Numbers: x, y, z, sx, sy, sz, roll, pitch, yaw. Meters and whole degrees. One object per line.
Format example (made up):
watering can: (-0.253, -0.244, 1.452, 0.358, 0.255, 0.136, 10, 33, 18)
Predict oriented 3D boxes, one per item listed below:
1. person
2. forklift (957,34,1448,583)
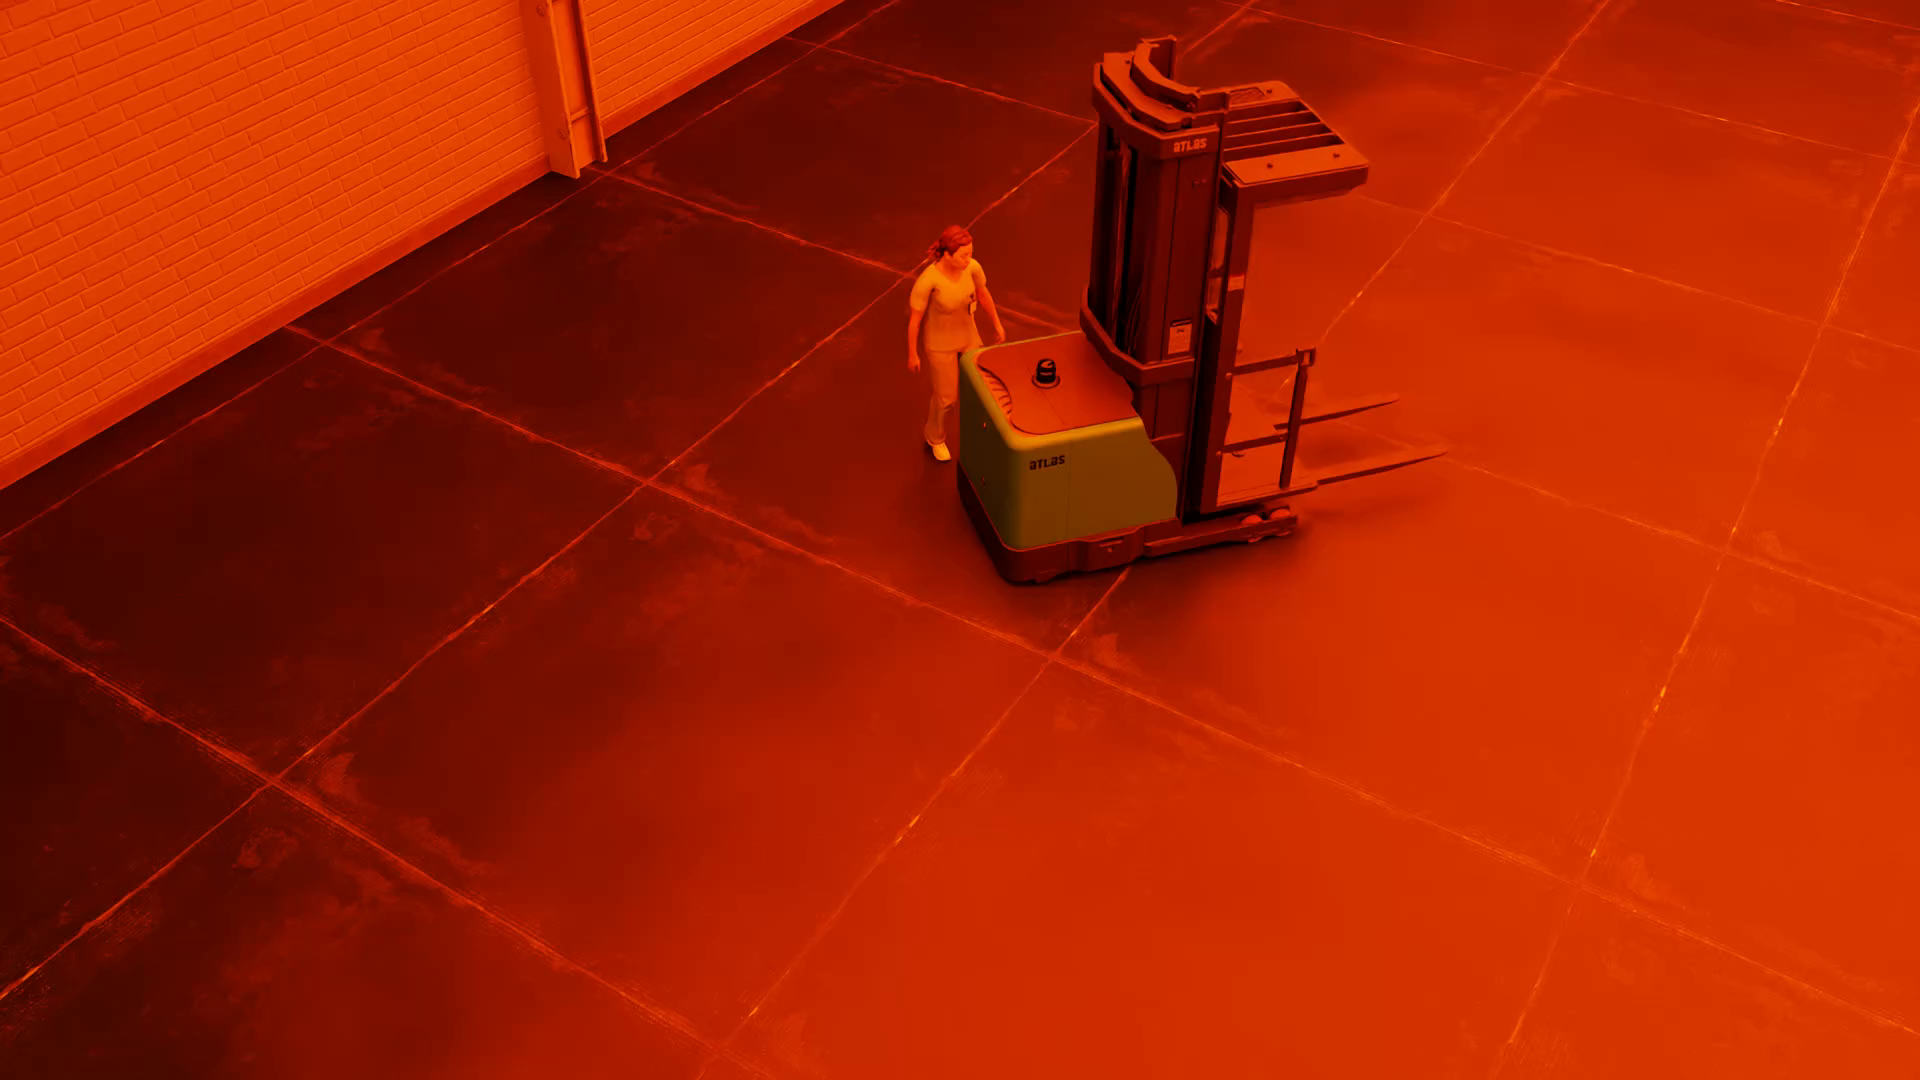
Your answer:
person: (-0.020, -1.242, 10.425, 0.678, 1.651, 0.394, -25, 46, -27)
forklift: (1.558, -1.420, 9.642, 3.031, 2.935, 1.130, -12, 42, -13)
